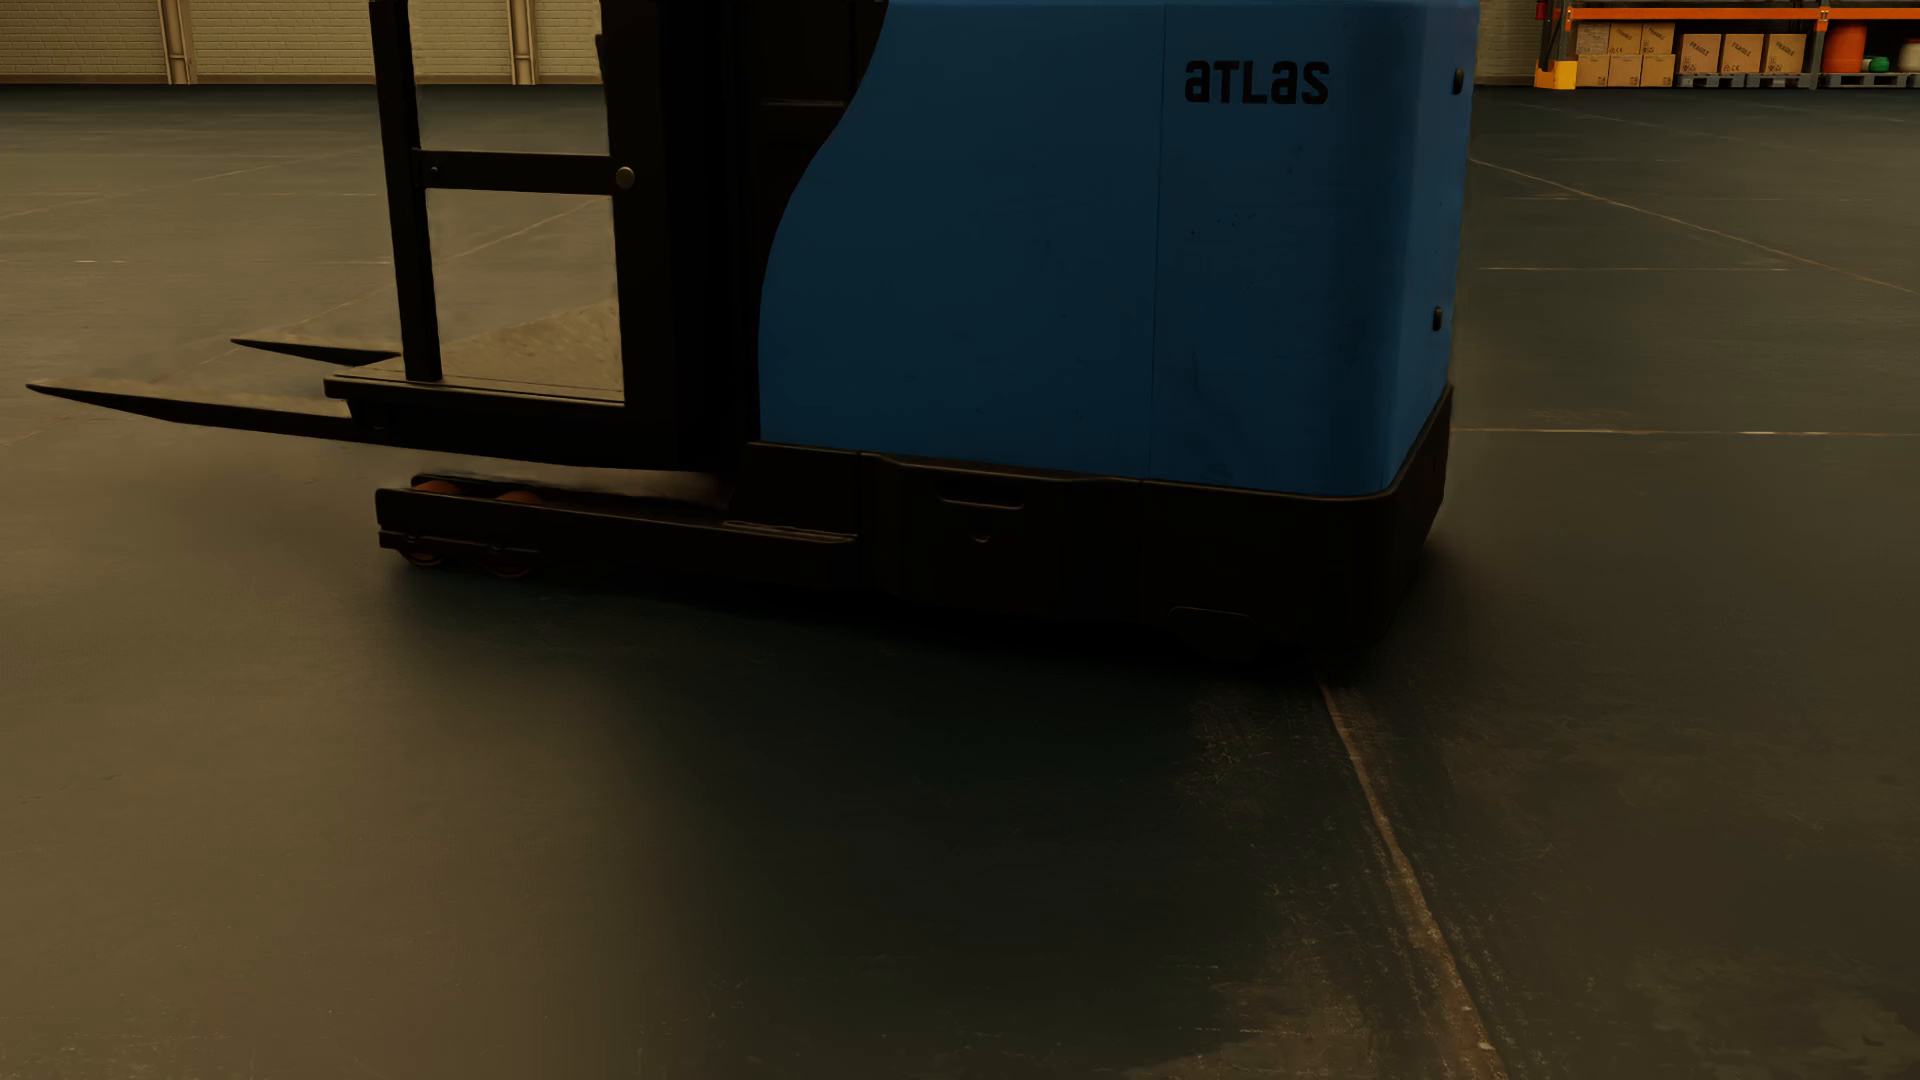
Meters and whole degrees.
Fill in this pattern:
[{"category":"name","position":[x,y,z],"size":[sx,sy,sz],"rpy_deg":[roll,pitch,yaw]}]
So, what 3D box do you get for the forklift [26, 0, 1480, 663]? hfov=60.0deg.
[{"category":"forklift","position":[-0.577,-1.463,3.141],"size":[3.031,2.935,1.130],"rpy_deg":[7,18,21]}]
